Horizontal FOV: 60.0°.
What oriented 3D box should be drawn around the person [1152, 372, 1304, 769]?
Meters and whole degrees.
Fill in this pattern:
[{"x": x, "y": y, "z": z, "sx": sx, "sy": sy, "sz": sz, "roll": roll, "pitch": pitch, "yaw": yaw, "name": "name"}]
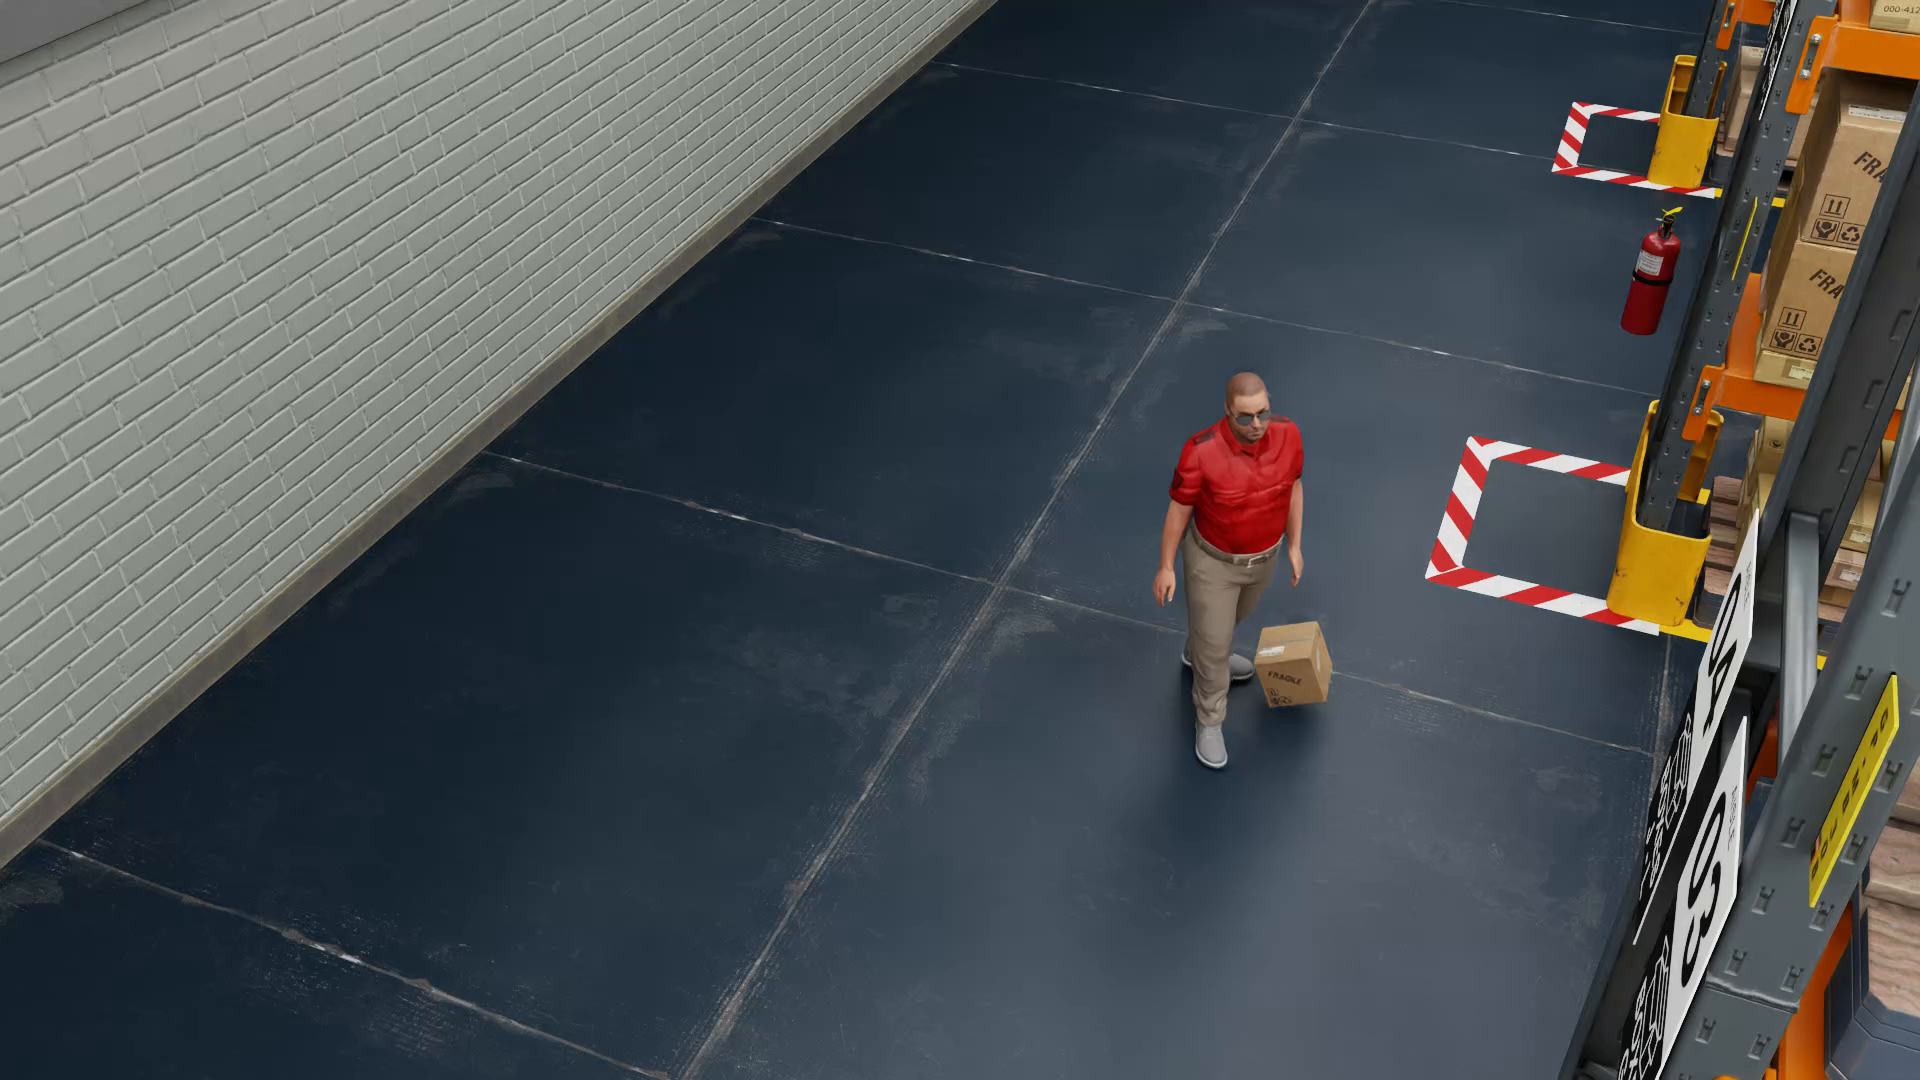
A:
[{"x": 1.080, "y": 0.066, "z": 6.749, "sx": 0.635, "sy": 1.719, "sz": 0.661, "roll": -16, "pitch": 40, "yaw": -20, "name": "person"}]
